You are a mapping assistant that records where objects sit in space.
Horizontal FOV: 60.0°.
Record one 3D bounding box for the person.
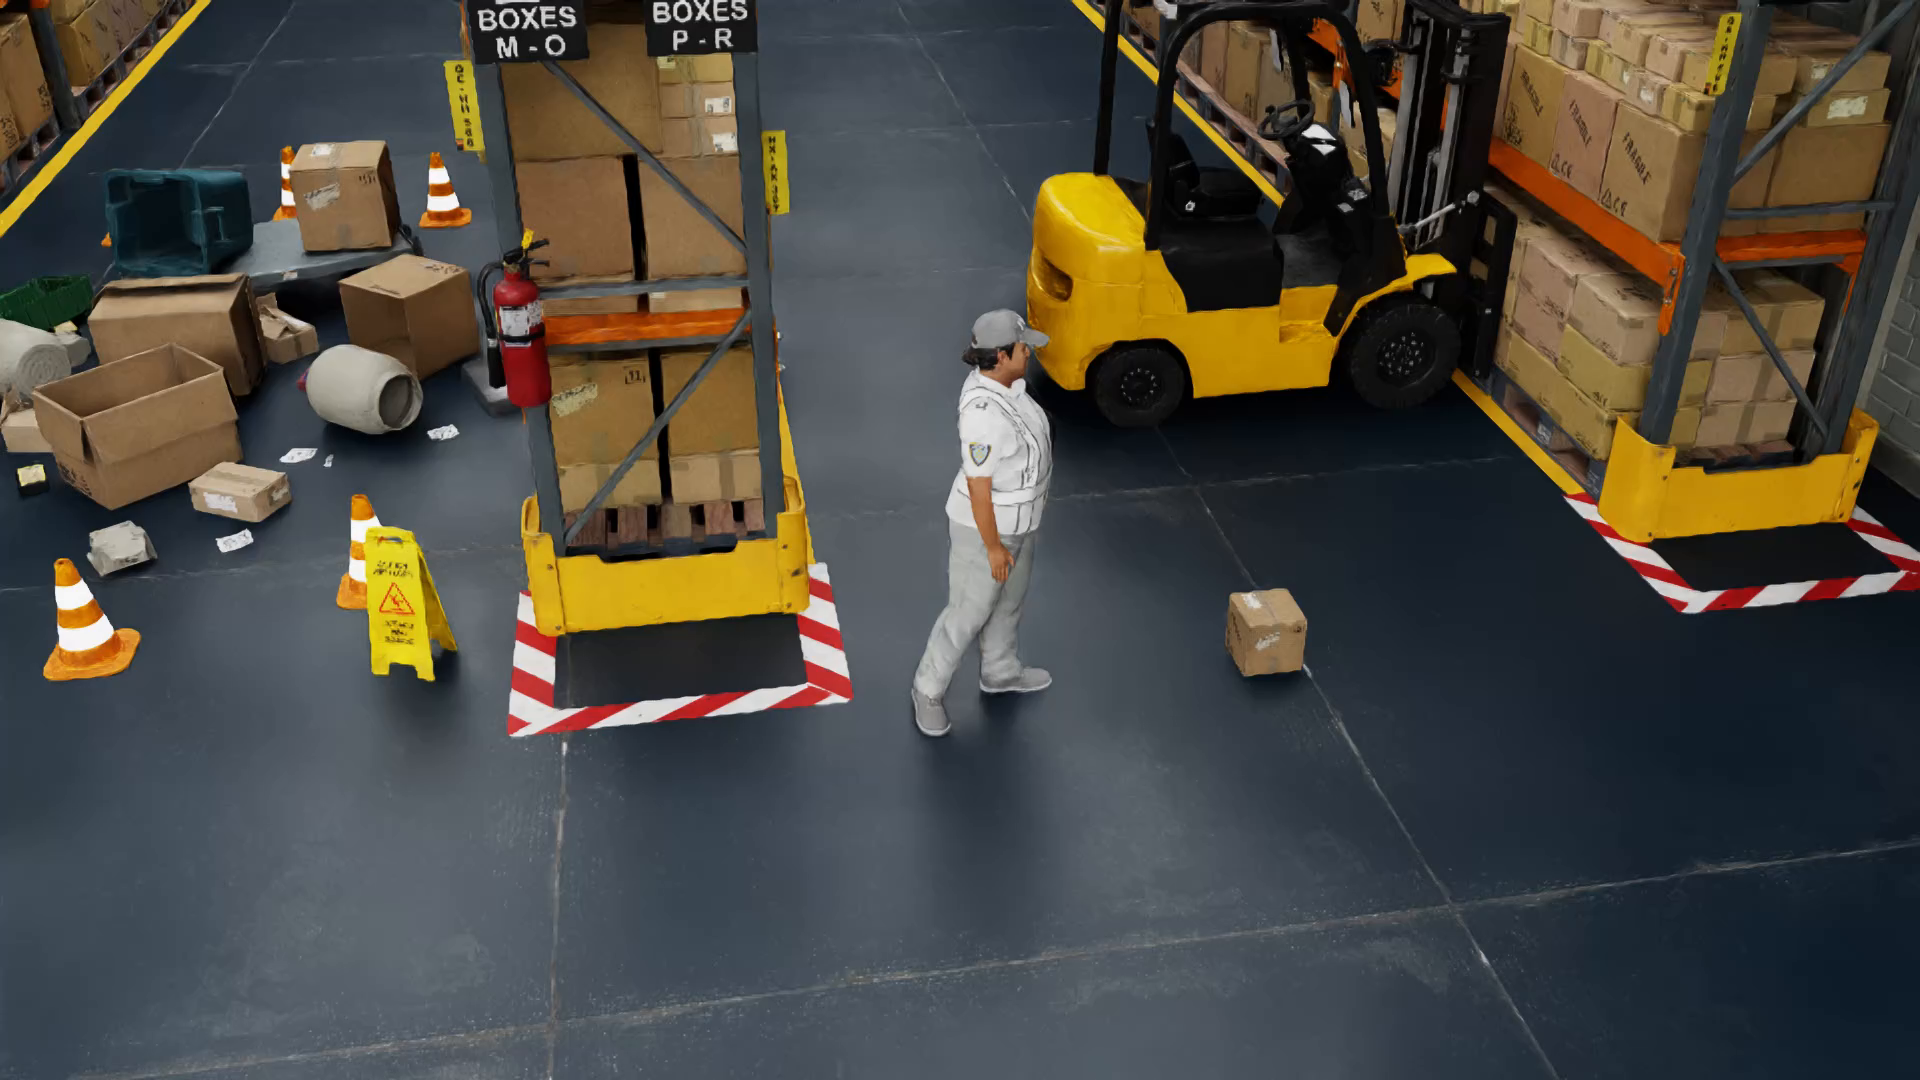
[{"bbox_3d":[0.086,-0.082,6.276,0.521,1.663,0.667,7,32,11],"label":"person"}]
